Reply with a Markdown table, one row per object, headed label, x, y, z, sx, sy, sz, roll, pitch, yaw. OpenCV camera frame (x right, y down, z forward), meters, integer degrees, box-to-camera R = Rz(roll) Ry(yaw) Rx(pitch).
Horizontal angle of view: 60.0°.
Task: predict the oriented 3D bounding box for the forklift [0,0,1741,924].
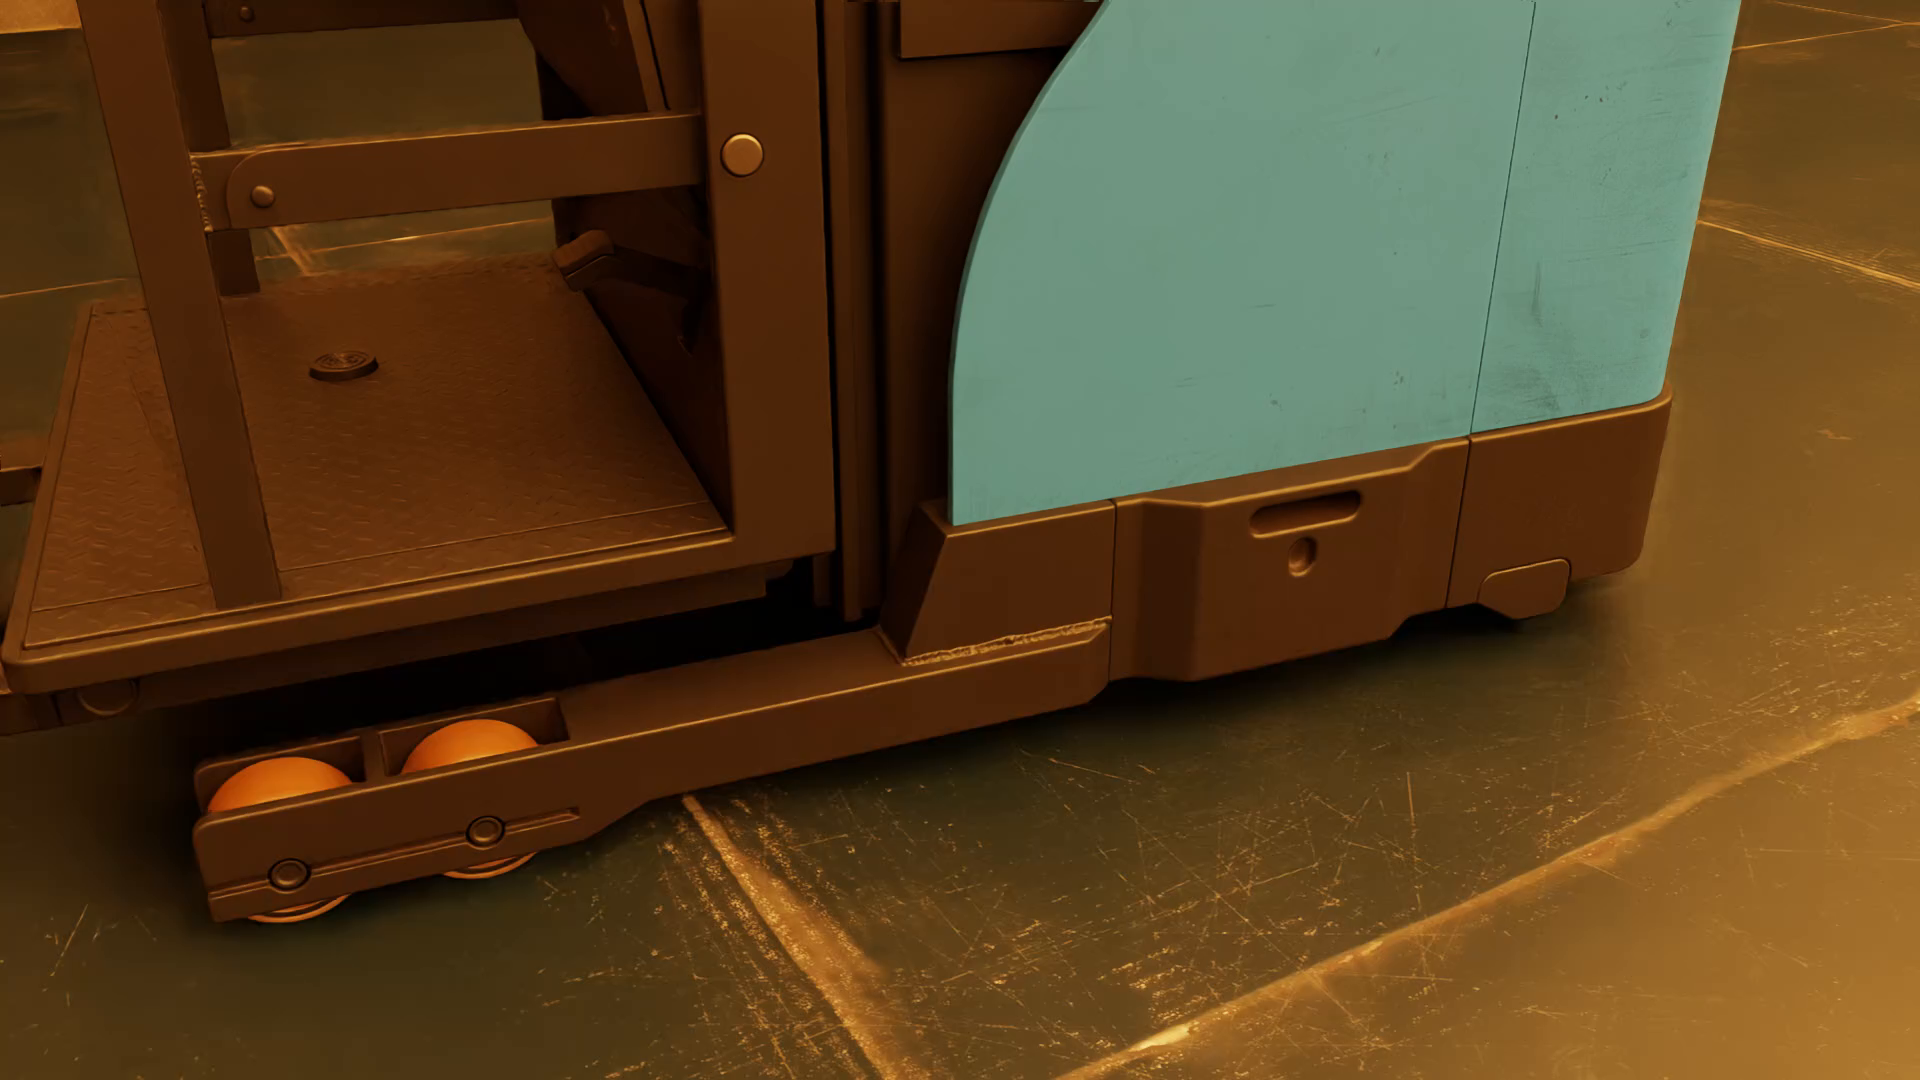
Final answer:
| label | x | y | z | sx | sy | sz | roll | pitch | yaw |
| --- | --- | --- | --- | --- | --- | --- | --- | --- | --- |
| forklift | -0.619 | -1.183 | 1.592 | 3.031 | 2.935 | 1.130 | -10 | 29 | -19 |
